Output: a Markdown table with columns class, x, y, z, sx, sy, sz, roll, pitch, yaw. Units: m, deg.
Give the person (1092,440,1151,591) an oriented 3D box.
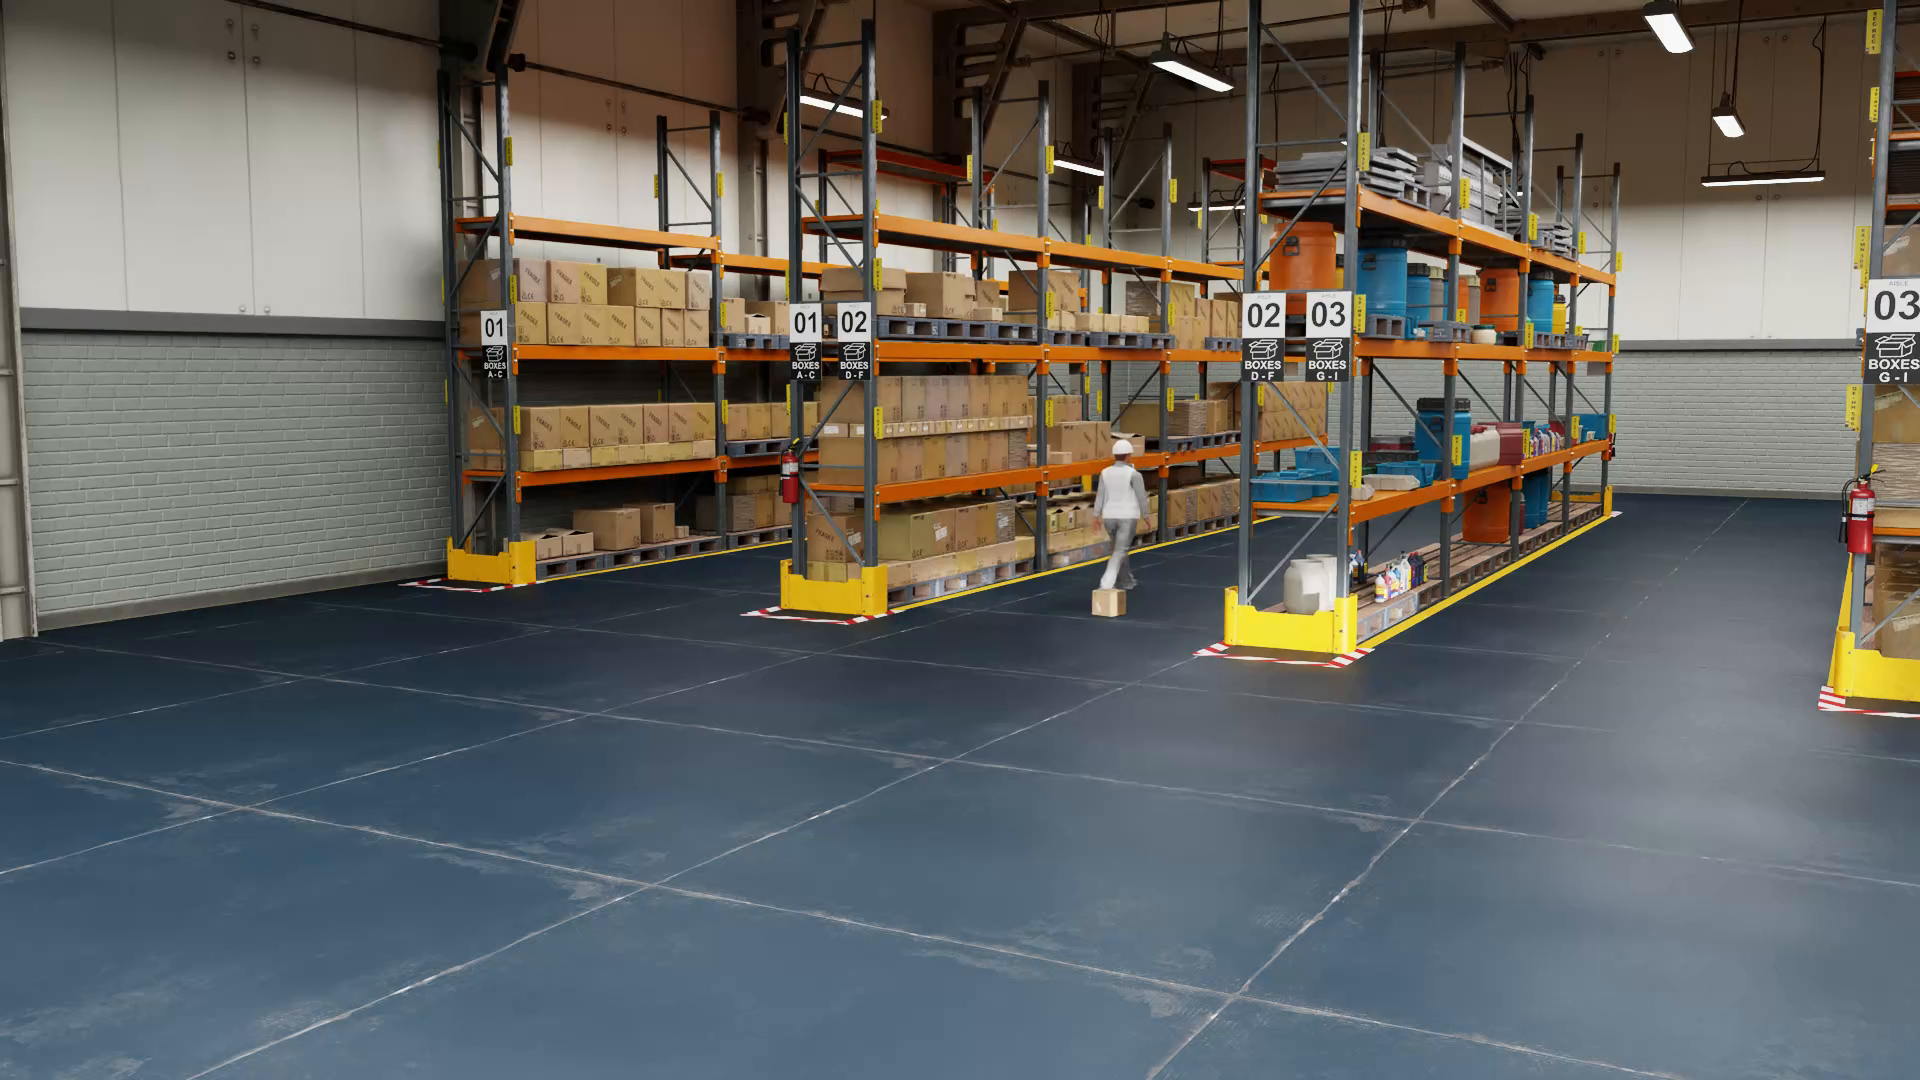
| class | x | y | z | sx | sy | sz | roll | pitch | yaw |
| --- | --- | --- | --- | --- | --- | --- | --- | --- | --- |
| person | 1.829 | -0.252 | 18.539 | 0.575 | 1.723 | 1.059 | 4 | 7 | 37 |
